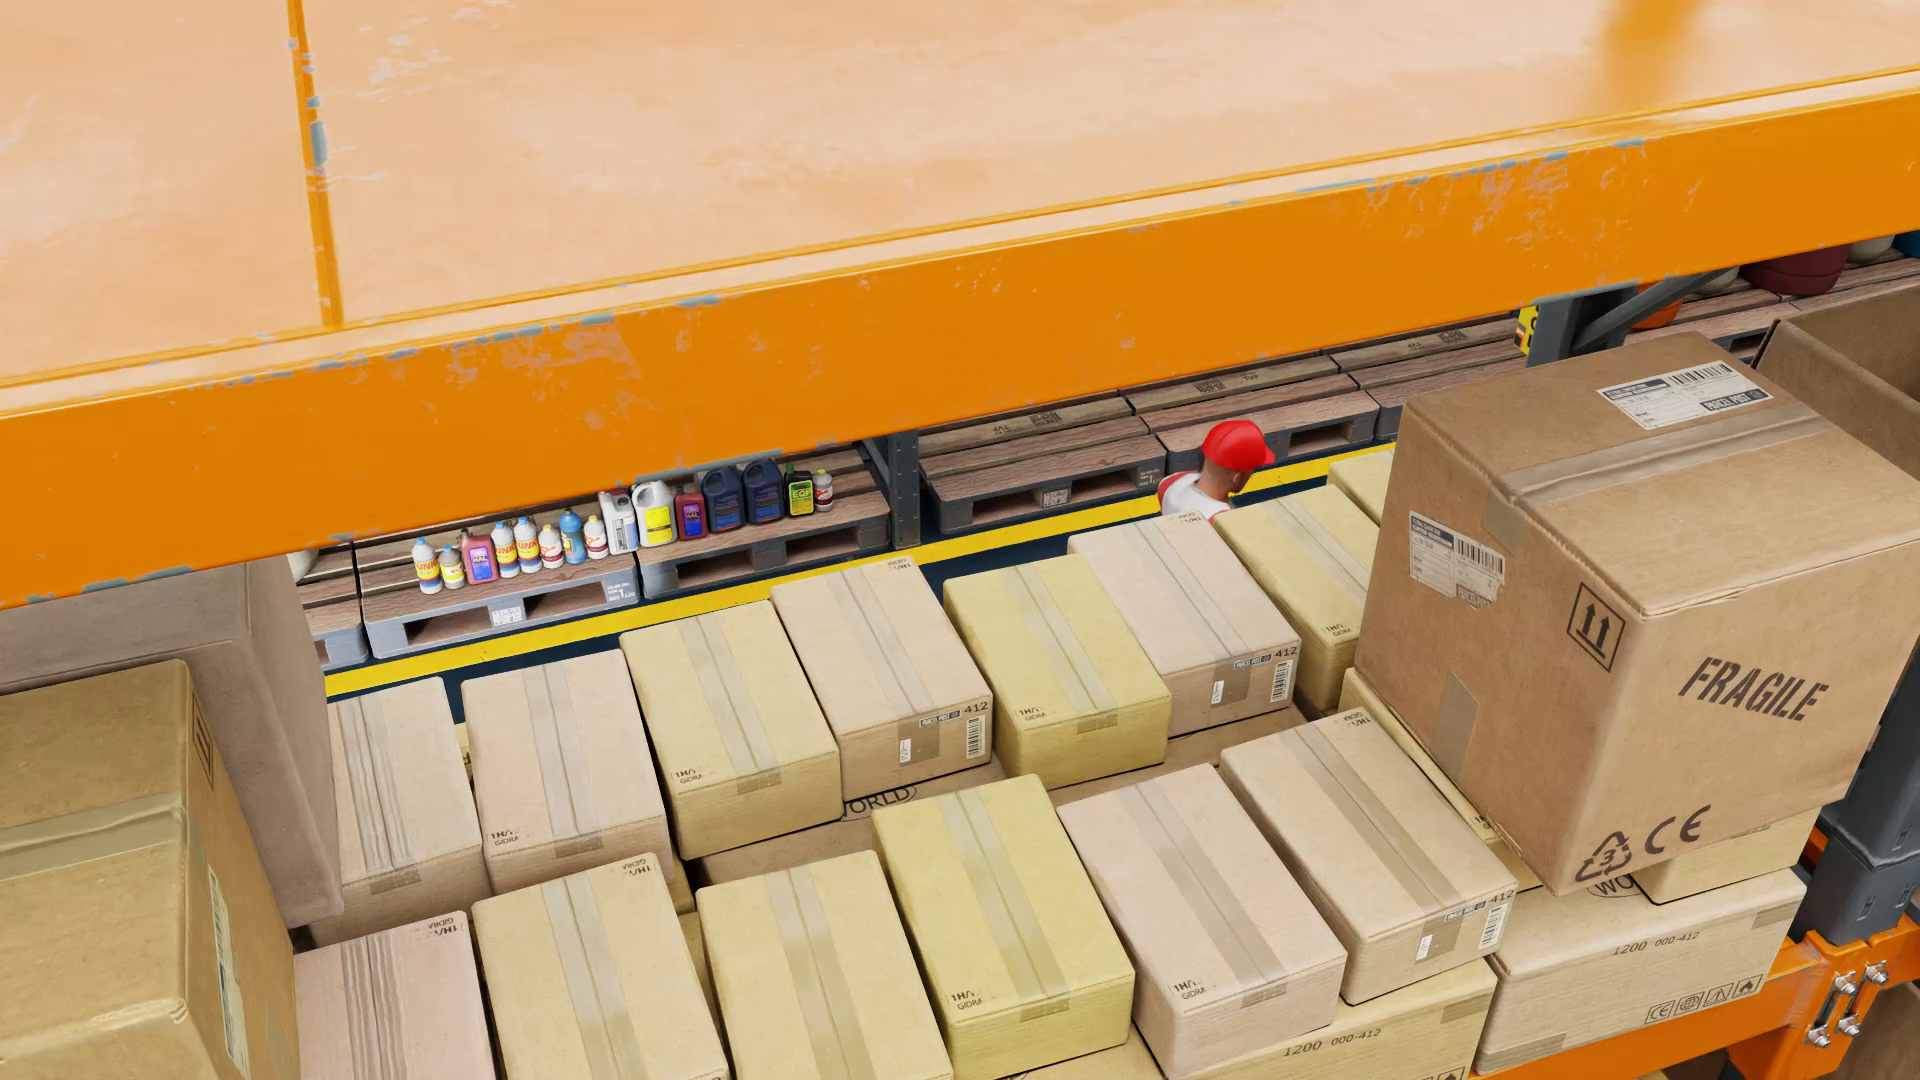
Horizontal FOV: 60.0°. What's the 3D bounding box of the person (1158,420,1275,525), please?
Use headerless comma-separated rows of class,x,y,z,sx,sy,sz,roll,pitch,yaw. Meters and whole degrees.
person,0.928,0.311,6.240,0.371,1.777,0.530,-12,39,-15
